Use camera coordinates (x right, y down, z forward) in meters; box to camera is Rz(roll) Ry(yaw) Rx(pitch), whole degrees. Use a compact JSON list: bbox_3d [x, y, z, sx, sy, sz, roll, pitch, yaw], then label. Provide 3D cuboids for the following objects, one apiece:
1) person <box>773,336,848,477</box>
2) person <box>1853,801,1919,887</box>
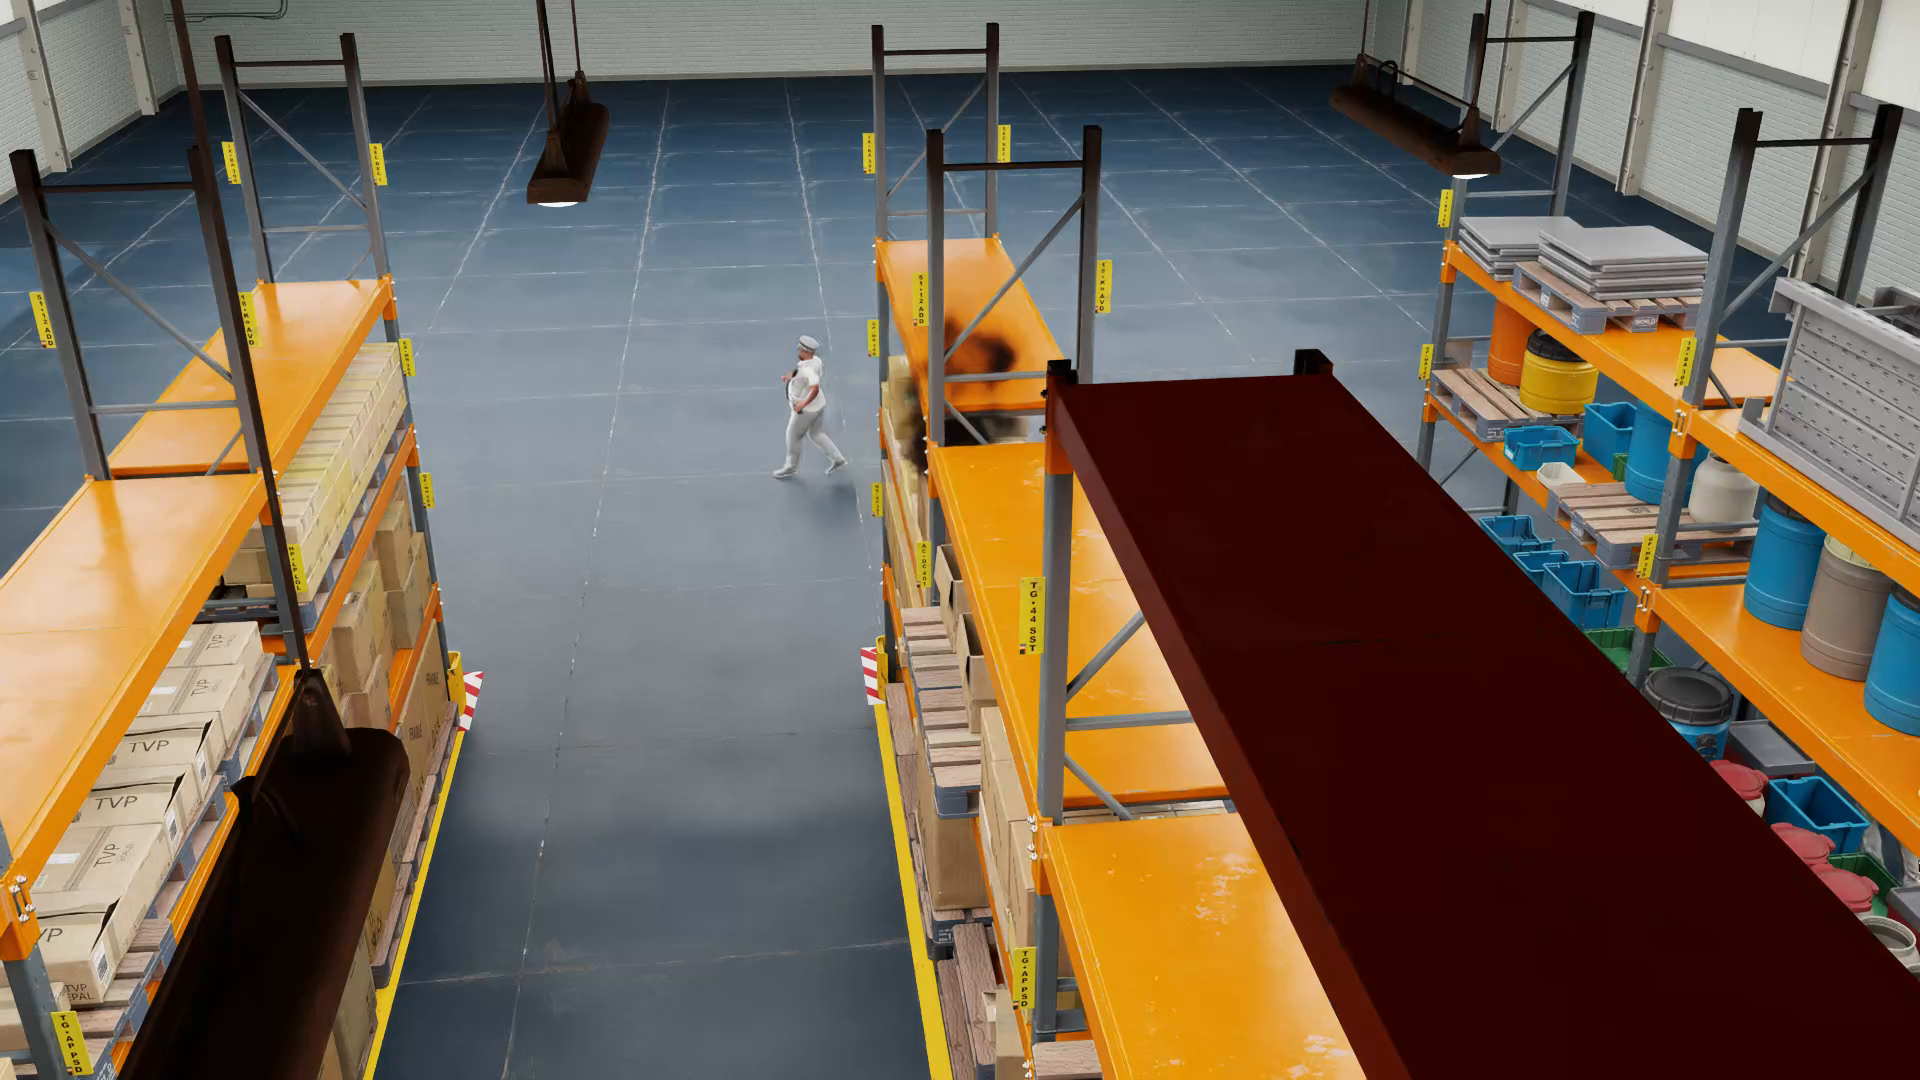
[{"bbox_3d":[-1.803,-1.559,19.648,0.924,1.778,0.664,8,27,17],"label":"person"},{"bbox_3d":[7.090,1.877,12.516,0.659,1.807,0.685,-8,27,-16],"label":"person"}]
